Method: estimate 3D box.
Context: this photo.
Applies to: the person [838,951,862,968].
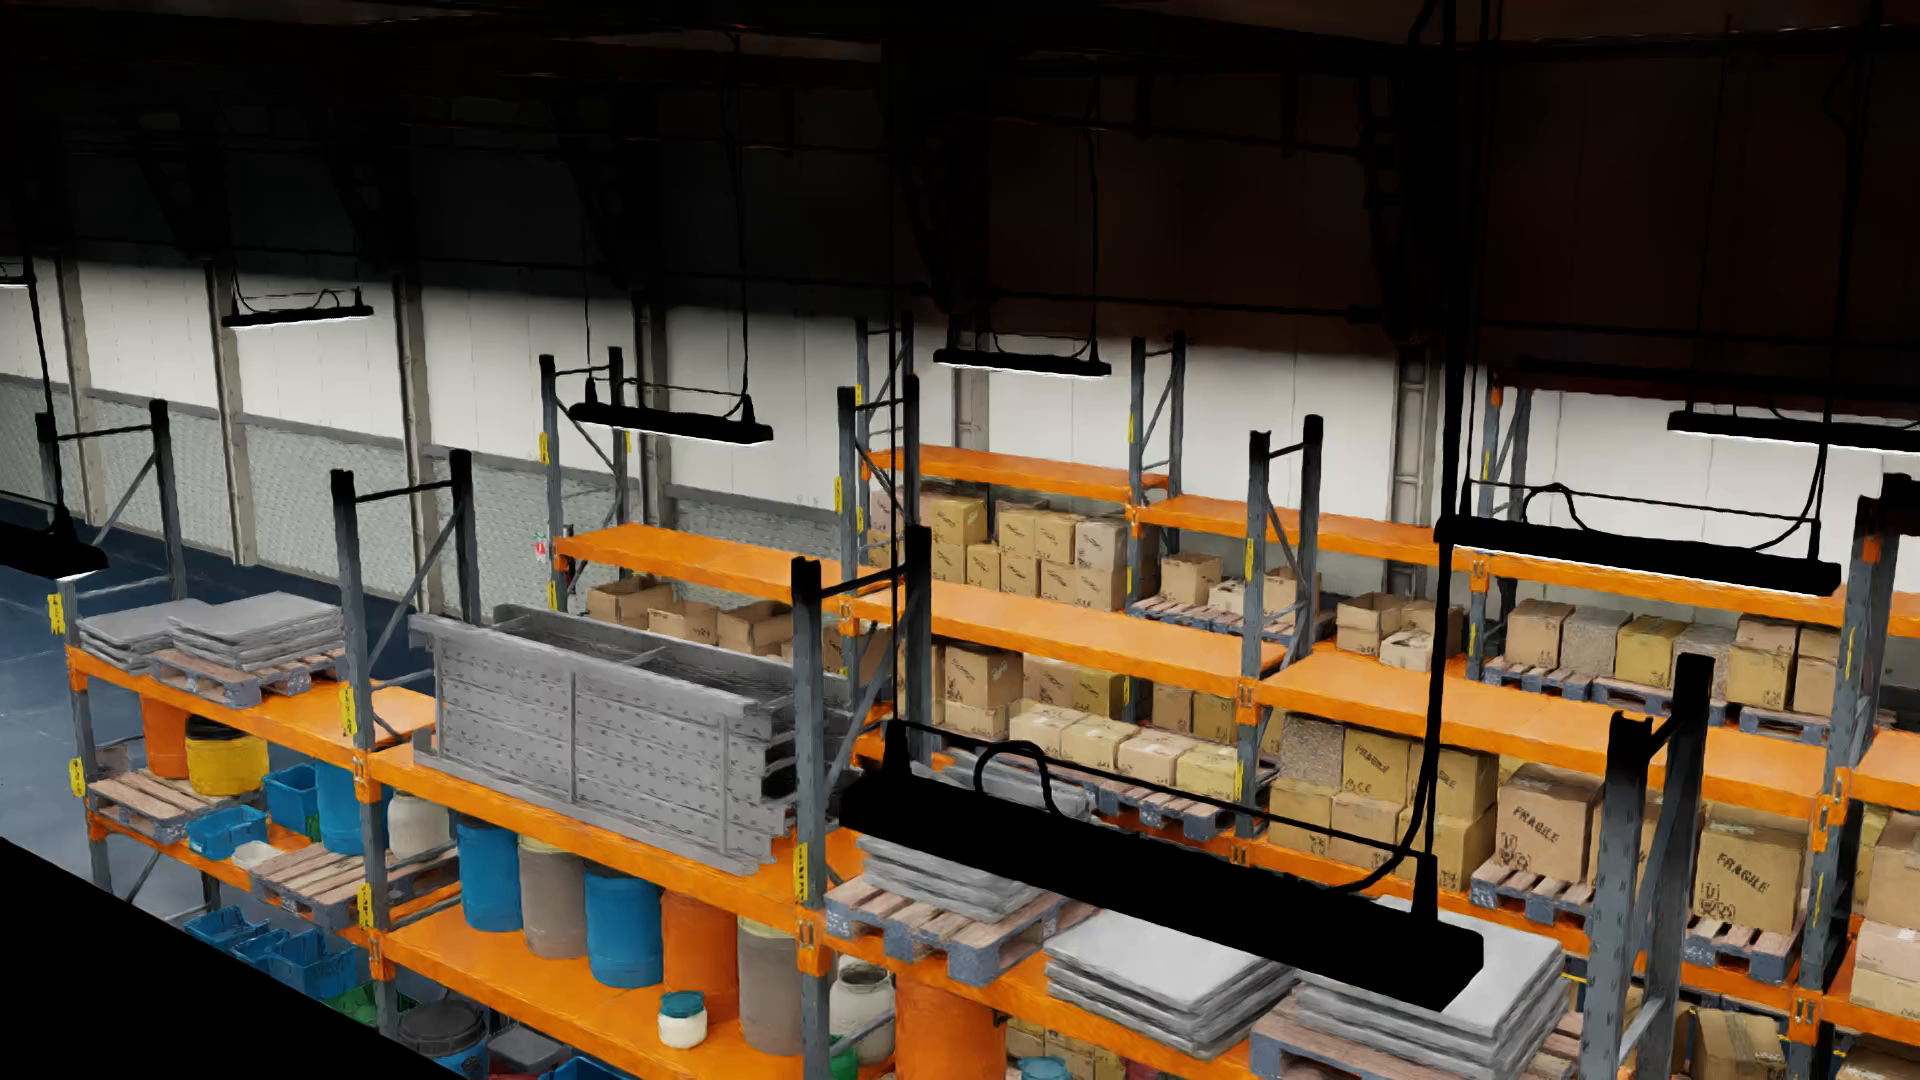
[{"bbox_3d":[-1.037,4.034,14.014,1.031,1.724,0.553,7,15,27],"label":"person"}]
